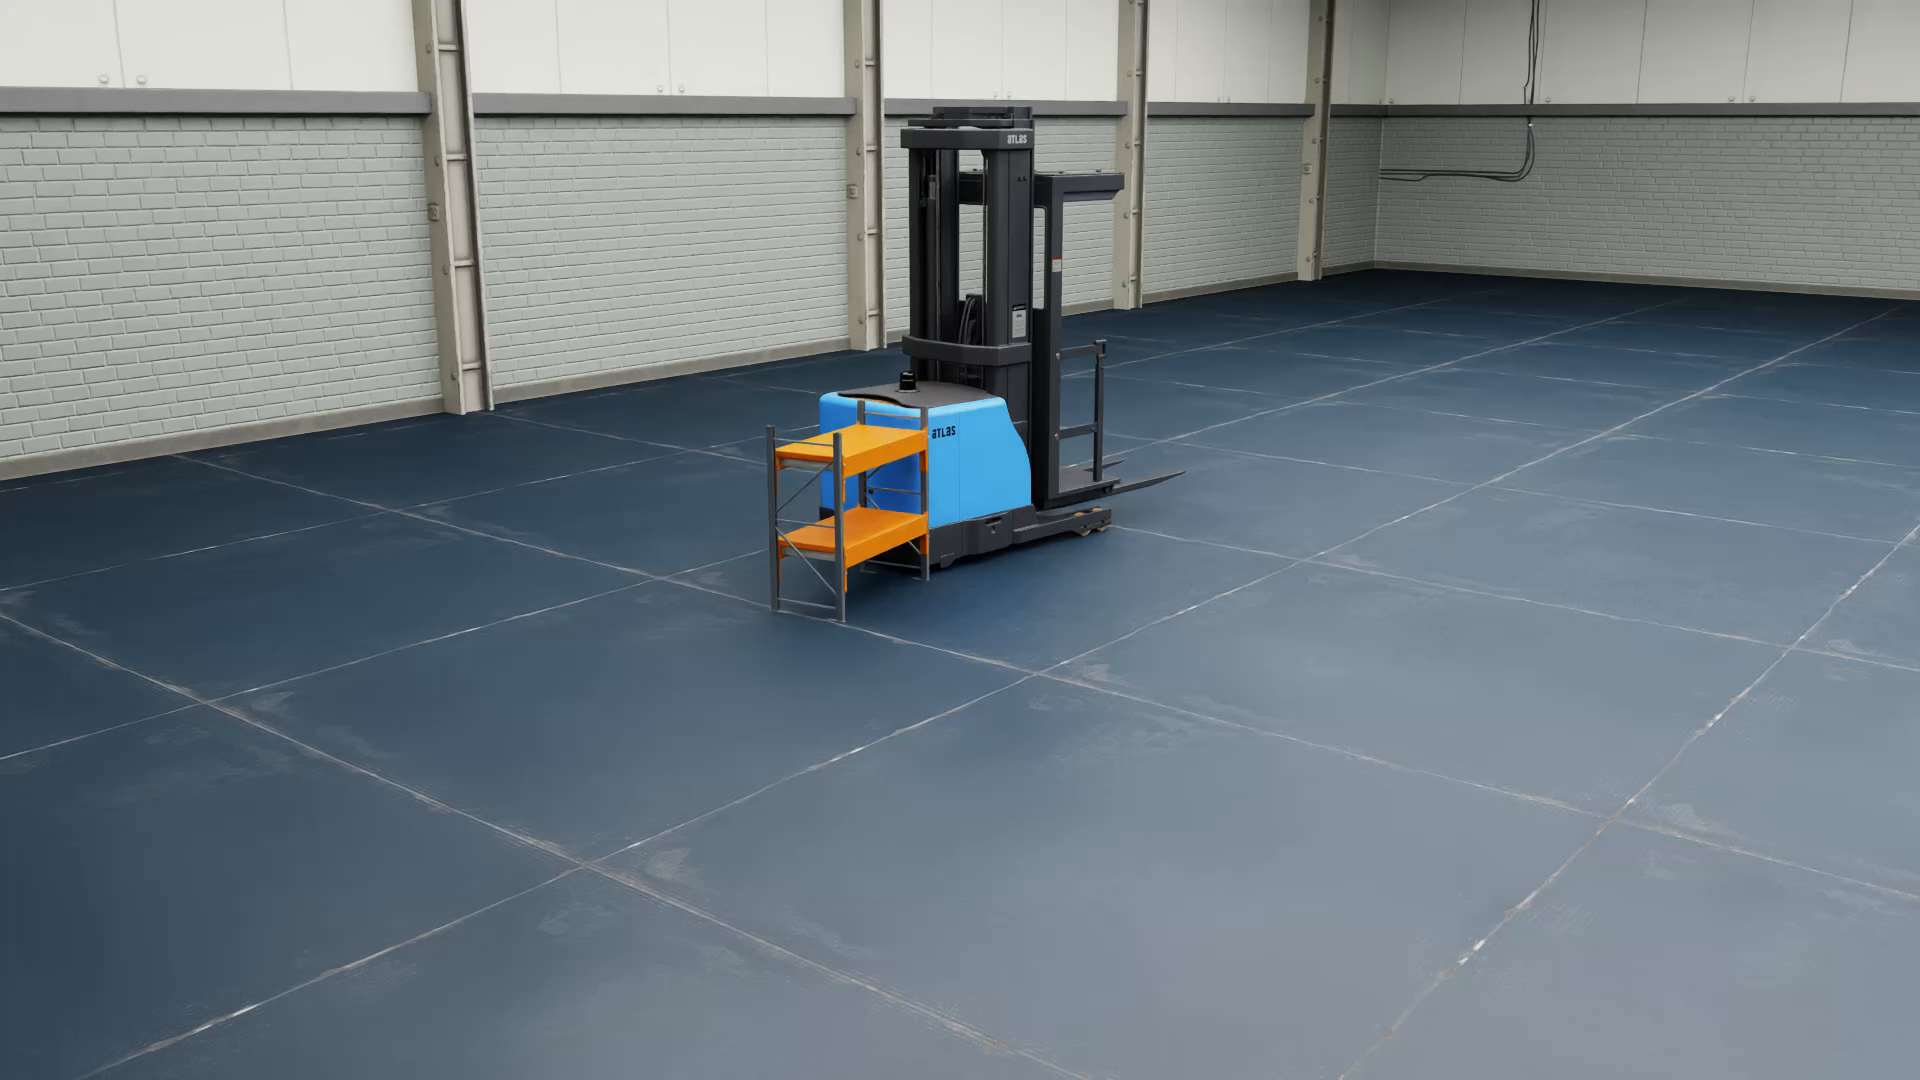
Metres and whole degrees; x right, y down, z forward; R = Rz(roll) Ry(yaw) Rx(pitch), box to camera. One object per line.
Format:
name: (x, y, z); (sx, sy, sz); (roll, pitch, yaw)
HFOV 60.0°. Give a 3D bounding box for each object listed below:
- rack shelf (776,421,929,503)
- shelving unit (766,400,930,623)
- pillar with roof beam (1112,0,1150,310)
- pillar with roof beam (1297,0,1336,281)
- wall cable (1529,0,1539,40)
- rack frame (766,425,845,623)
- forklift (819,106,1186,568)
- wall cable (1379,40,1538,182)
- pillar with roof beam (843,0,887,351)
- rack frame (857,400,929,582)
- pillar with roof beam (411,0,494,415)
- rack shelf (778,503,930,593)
rack shelf: (-0.662, -0.486, 10.062); (0.538, 0.278, 1.000); (7, 16, 27)
shelving unit: (-0.662, -0.202, 10.134); (0.538, 1.125, 1.048); (7, 16, 27)
pillar with roof beam: (5.939, -7.298, 22.075); (9.100, 9.000, 0.400); (11, 18, 38)
pillar with roof beam: (9.710, -8.447, 26.598); (9.100, 9.000, 0.400); (11, 18, 38)
wall cable: (11.346, -9.997, 28.749); (3.097, 2.526, 0.112); (11, 18, 38)
rack frame: (-0.900, -0.092, 9.699); (0.500, 1.125, 0.032); (7, 16, 27)
forklift: (0.439, -1.530, 11.691); (1.130, 2.935, 3.031); (14, 20, 43)
wall cable: (9.242, -7.968, 31.018); (3.097, 2.526, 0.112); (11, 18, 38)
pillar with roof beam: (2.168, -6.149, 17.552); (9.100, 9.000, 0.400); (11, 18, 38)
rack frame: (-0.424, -0.313, 10.570); (0.500, 1.125, 0.032); (7, 16, 27)
pillar with roof beam: (-1.603, -5.000, 13.029); (9.100, 9.000, 0.400); (11, 18, 38)
rack shelf: (-0.662, 0.035, 10.194); (0.538, 0.278, 1.000); (7, 16, 27)
